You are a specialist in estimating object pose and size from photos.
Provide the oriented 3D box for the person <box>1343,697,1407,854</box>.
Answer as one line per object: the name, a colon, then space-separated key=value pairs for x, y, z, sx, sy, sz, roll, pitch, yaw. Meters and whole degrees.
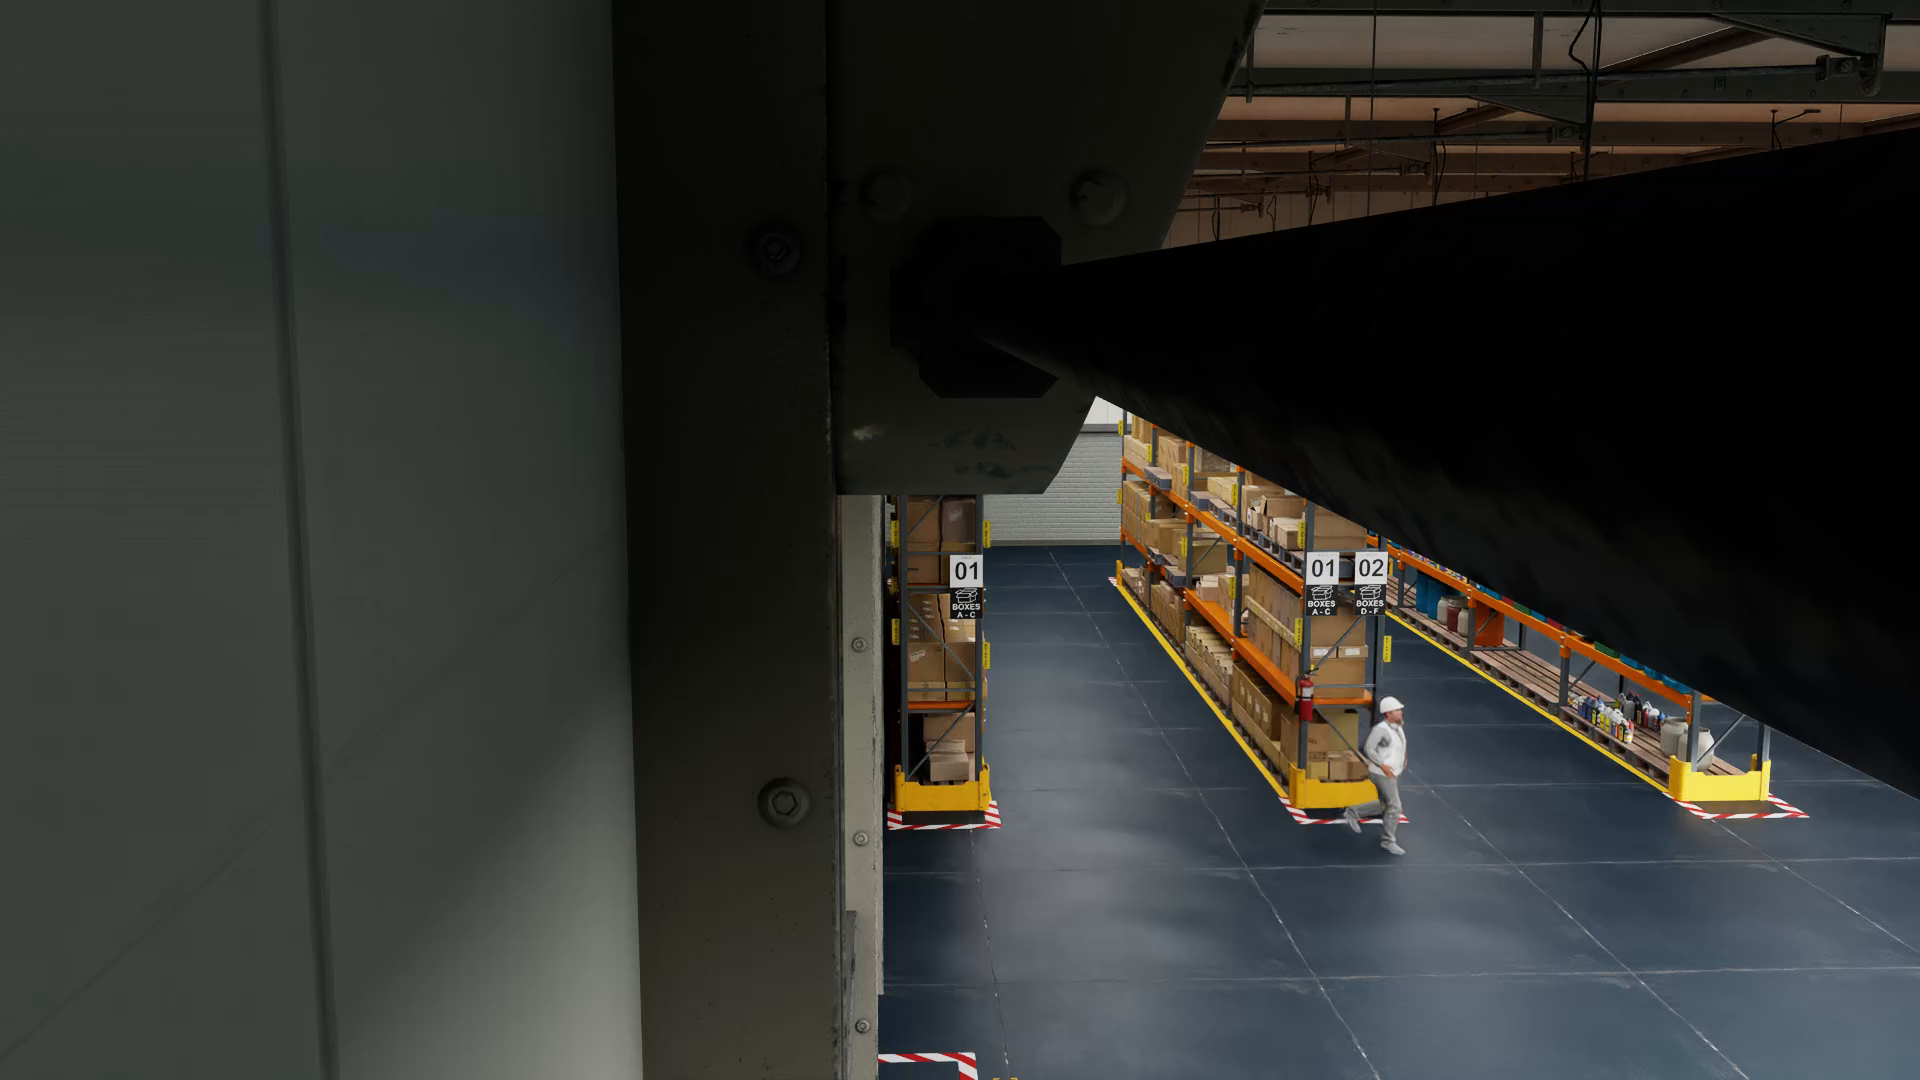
person: x=4.818 y=2.663 z=19.143 sx=0.780 sy=1.788 sz=0.669 roll=6 pitch=10 yaw=33
